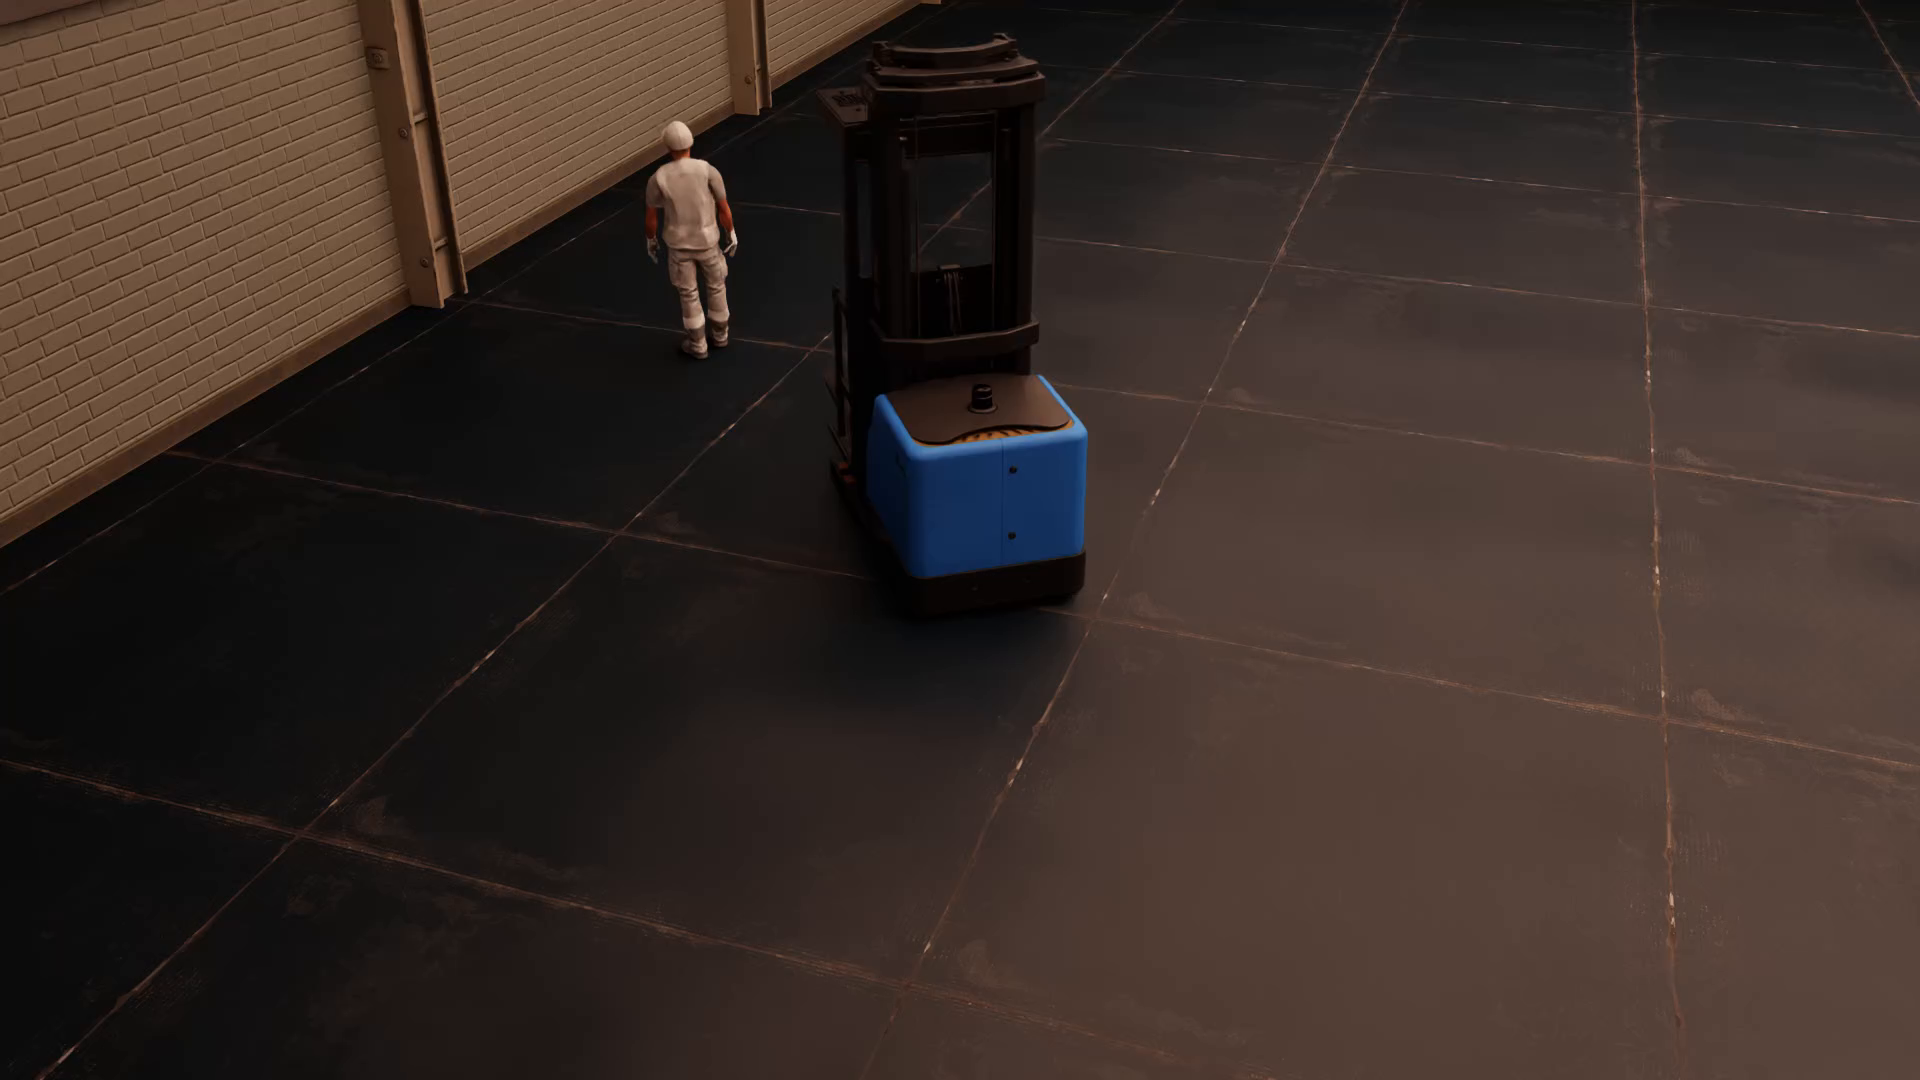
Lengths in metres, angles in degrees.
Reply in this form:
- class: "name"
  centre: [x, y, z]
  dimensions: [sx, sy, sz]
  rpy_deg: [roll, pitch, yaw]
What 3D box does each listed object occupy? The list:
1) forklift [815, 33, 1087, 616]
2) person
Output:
- class: "forklift"
  centre: [-0.199, -1.571, 9.893]
  dimensions: [1.130, 2.935, 3.031]
  rpy_deg: [-8, 31, -14]
- class: "person"
  centre: [-1.964, -2.217, 12.174]
  dimensions: [0.656, 1.790, 0.613]
  rpy_deg: [-4, 30, -7]
